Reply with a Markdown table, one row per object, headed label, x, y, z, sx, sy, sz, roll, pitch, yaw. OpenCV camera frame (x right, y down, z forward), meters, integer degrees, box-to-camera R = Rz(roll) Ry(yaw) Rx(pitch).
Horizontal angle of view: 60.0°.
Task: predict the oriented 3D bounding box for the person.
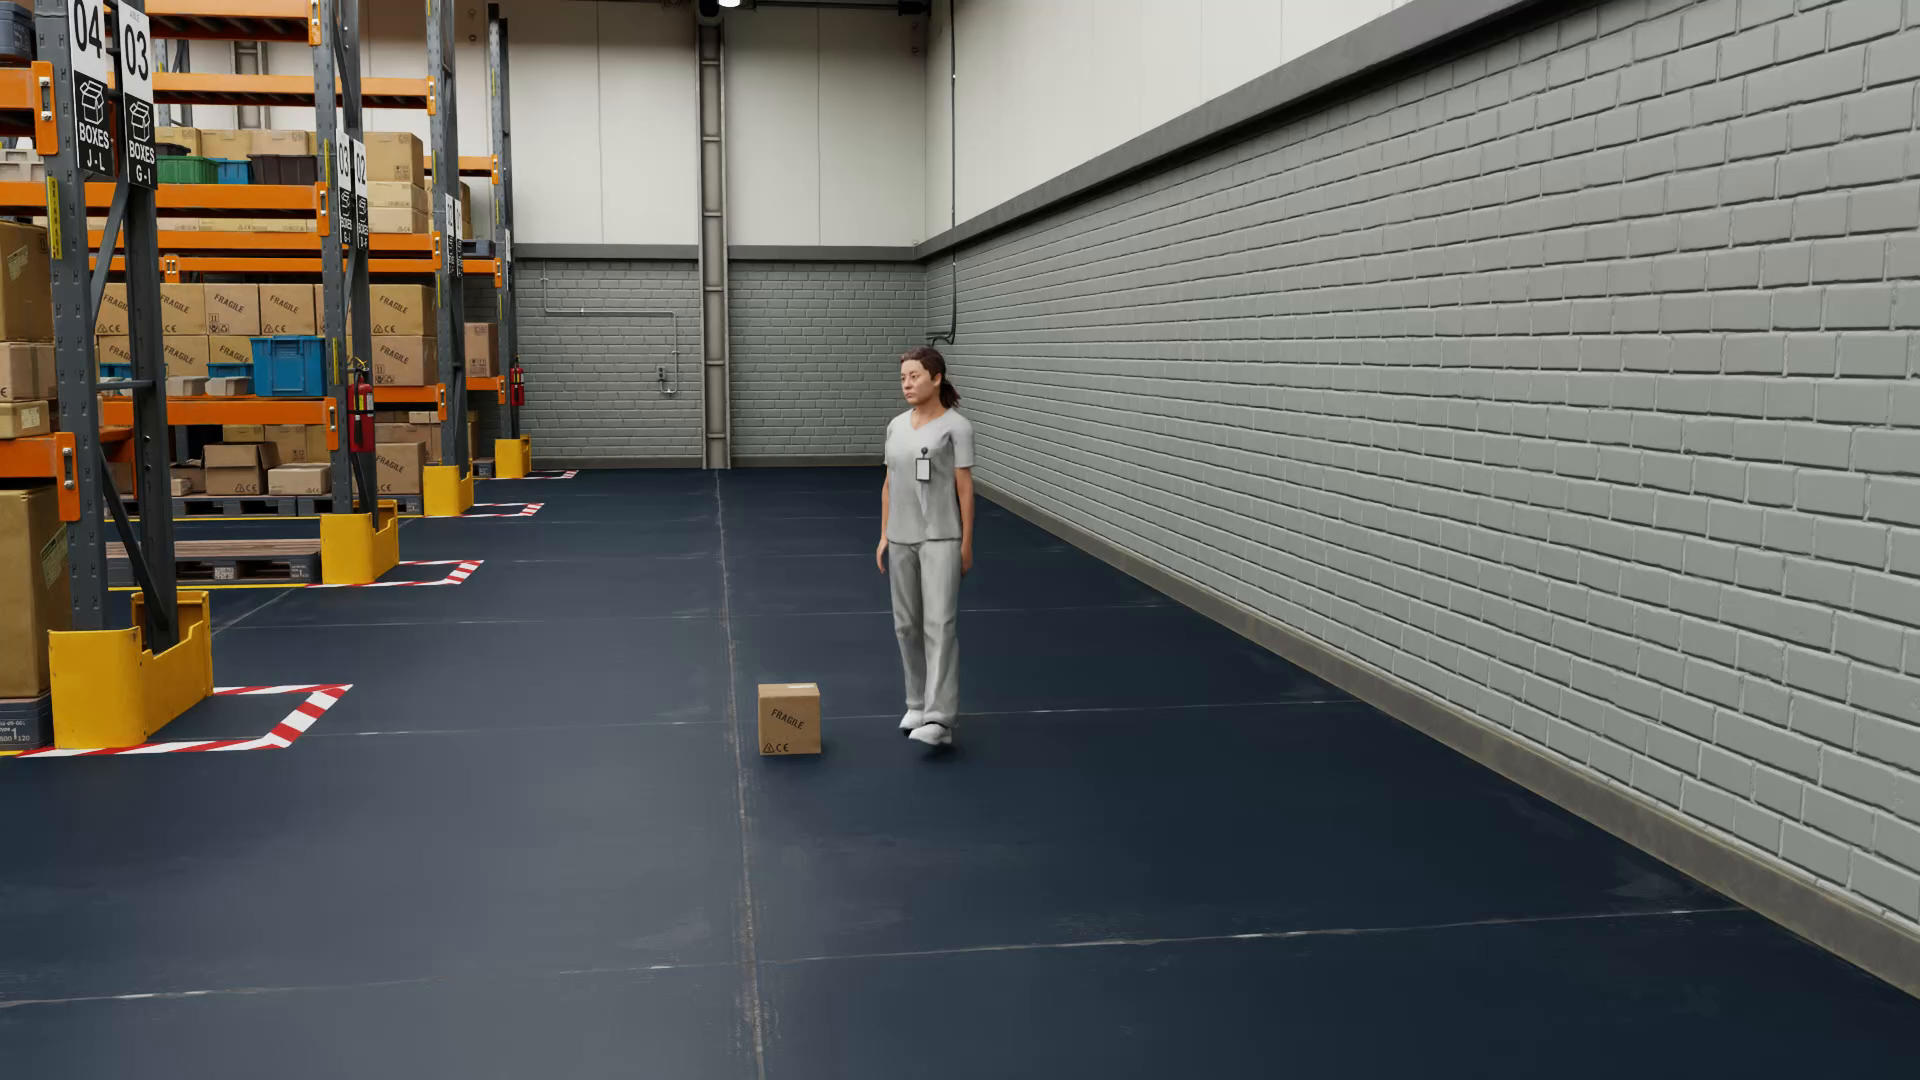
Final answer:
| label | x | y | z | sx | sy | sz | roll | pitch | yaw |
| --- | --- | --- | --- | --- | --- | --- | --- | --- | --- |
| person | -0.171 | 0.019 | 7.056 | 0.466 | 1.666 | 0.641 | 4 | 8 | 31 |
